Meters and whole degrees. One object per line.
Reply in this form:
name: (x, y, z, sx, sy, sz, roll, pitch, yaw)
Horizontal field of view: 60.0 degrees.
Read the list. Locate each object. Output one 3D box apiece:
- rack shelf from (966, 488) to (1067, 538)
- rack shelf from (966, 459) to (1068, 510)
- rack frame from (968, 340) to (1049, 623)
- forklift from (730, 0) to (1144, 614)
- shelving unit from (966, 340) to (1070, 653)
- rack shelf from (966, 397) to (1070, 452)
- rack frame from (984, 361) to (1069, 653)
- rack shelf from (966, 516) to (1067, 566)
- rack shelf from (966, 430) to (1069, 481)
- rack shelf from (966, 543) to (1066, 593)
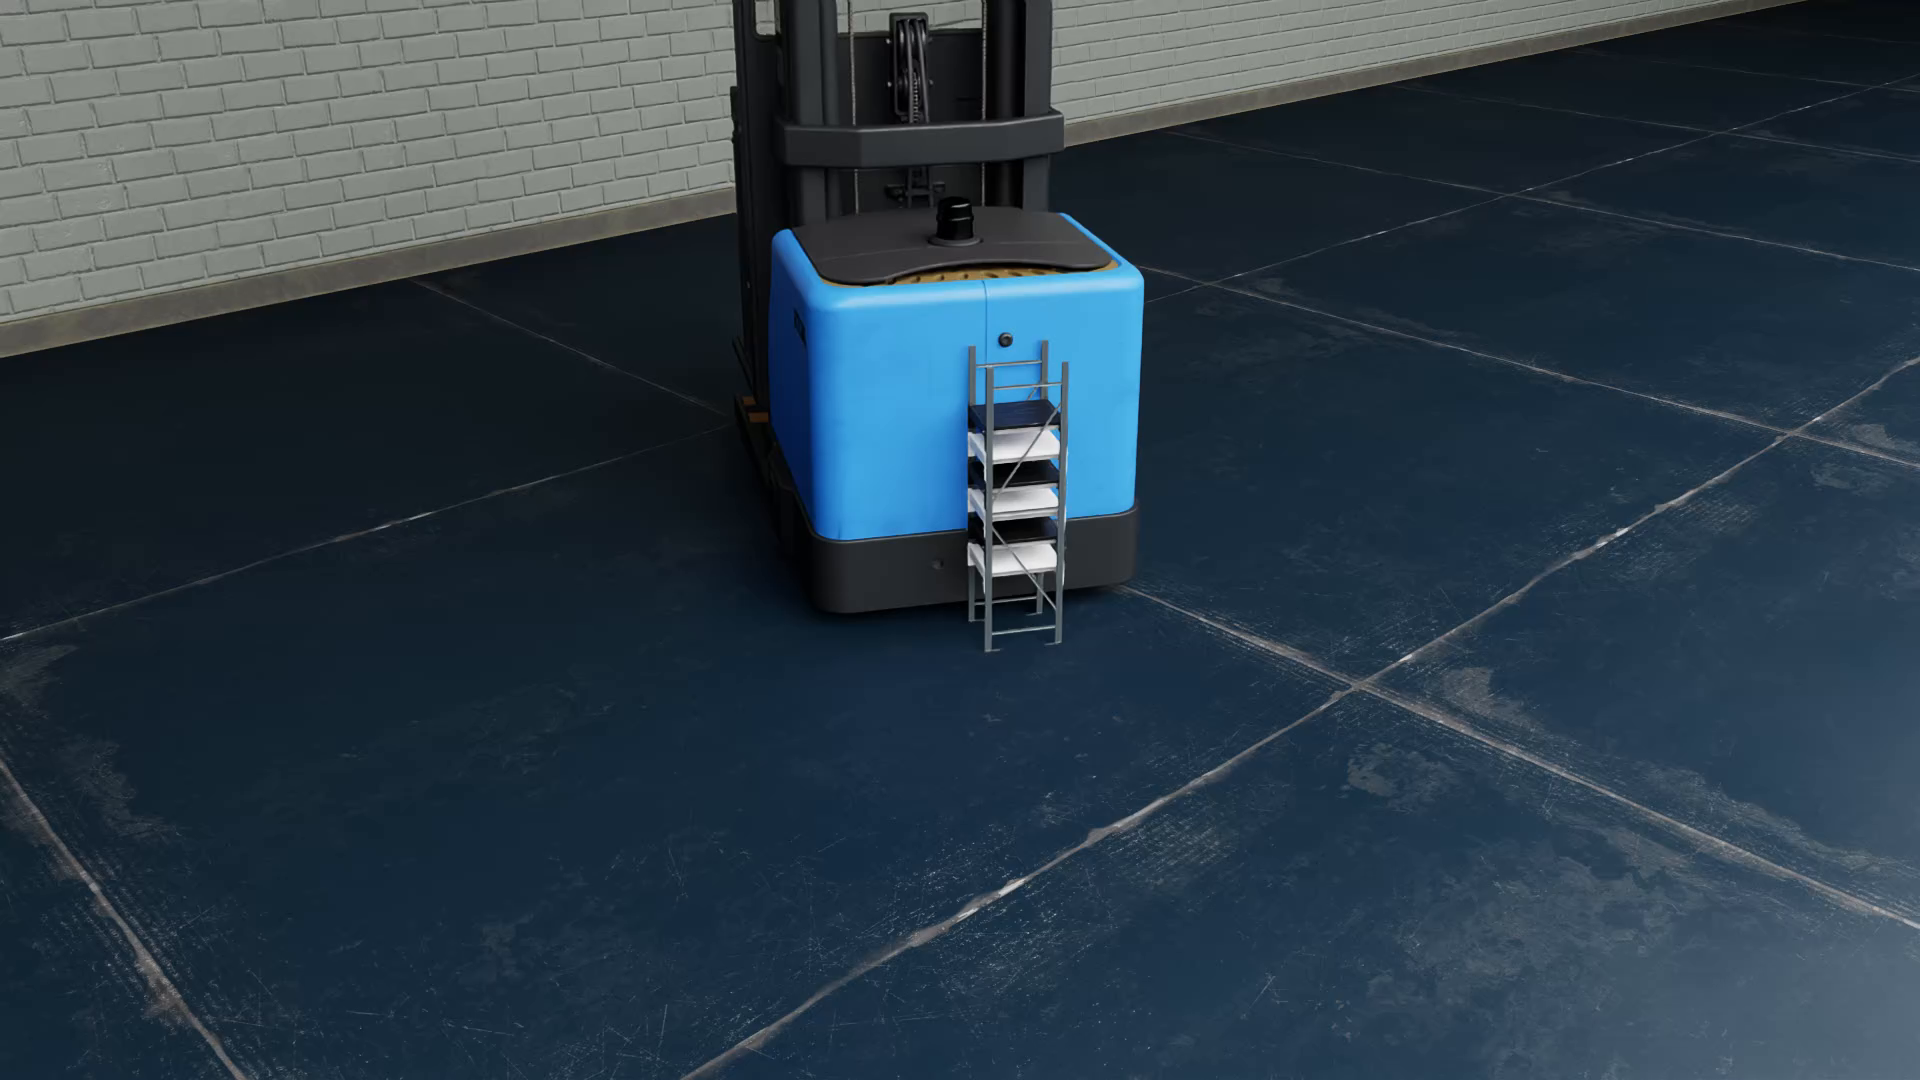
rack shelf: (0.166, -0.093, 4.949, 0.258, 0.077, 0.200, -6, 25, -12)
rack shelf: (0.166, -0.174, 4.912, 0.258, 0.077, 0.200, -6, 25, -12)
rack frame: (0.142, -0.164, 5.025, 0.240, 0.900, 0.006, -6, 25, -12)
forklift: (-0.280, -1.695, 5.935, 1.130, 2.935, 3.031, -6, 25, -12)
shelving unit: (0.166, -0.123, 4.935, 0.258, 0.900, 0.210, -6, 25, -12)
rack shelf: (0.166, -0.338, 4.837, 0.258, 0.077, 0.200, -6, 25, -12)
rack frame: (0.190, -0.082, 4.845, 0.240, 0.900, 0.006, -6, 25, -12)
rack shelf: (0.166, -0.011, 4.986, 0.258, 0.077, 0.200, -6, 25, -12)
rack shelf: (0.166, -0.256, 4.874, 0.258, 0.077, 0.200, -6, 25, -12)
rack shelf: (0.166, 0.071, 5.024, 0.258, 0.077, 0.200, -6, 25, -12)
